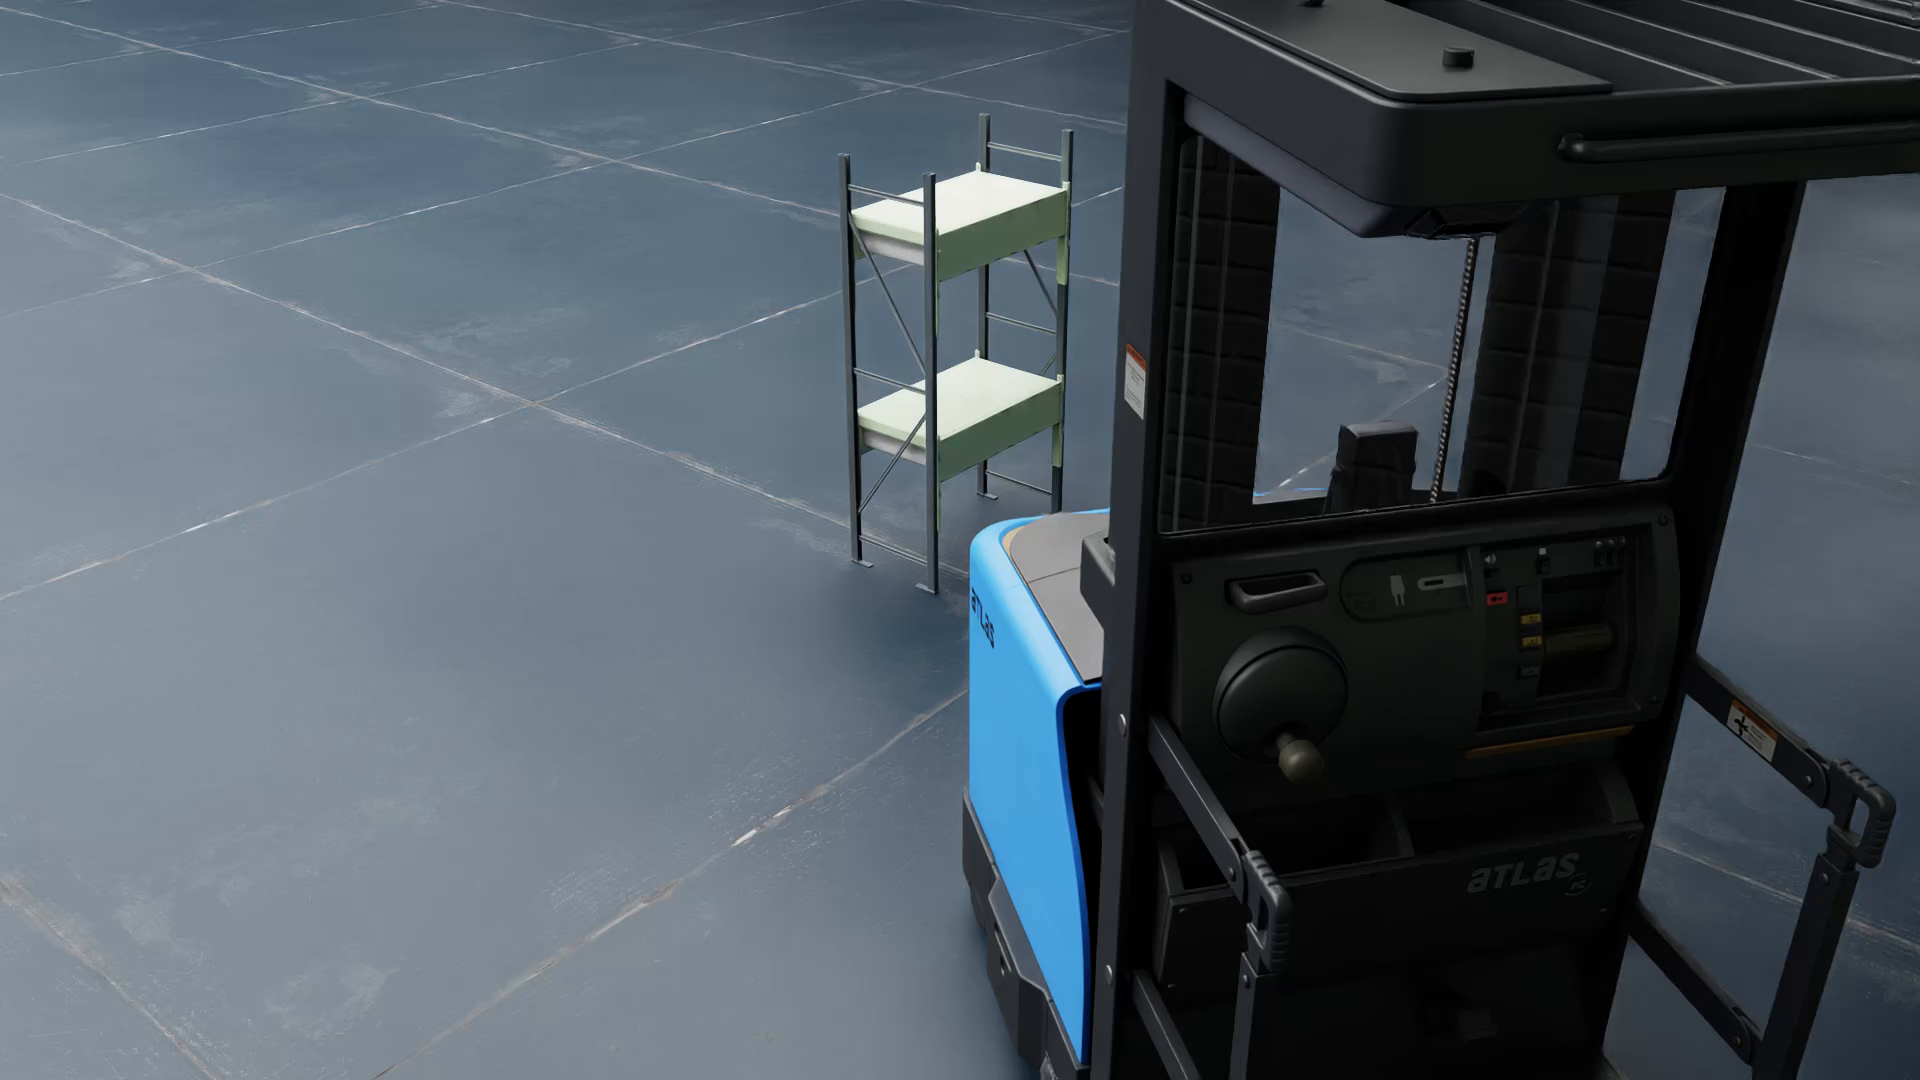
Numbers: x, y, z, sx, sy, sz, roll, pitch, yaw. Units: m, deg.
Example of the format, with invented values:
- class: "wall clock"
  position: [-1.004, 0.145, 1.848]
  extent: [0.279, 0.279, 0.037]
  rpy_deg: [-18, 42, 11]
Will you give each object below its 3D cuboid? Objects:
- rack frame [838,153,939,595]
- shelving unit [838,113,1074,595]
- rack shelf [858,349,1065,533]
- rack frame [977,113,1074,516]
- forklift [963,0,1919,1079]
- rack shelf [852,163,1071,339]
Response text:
- class: "rack frame"
  position: [-0.237, -0.534, 5.650]
  extent: [0.400, 1.500, 0.023]
  rpy_deg: [21, 34, 34]
- class: "shelving unit"
  position: [-0.004, -0.664, 5.901]
  extent: [0.431, 1.500, 0.755]
  rpy_deg: [21, 34, 34]
- class: "rack shelf"
  position: [-0.004, -0.374, 6.051]
  extent: [0.431, 0.370, 0.720]
  rpy_deg: [21, 34, 34]
- class: "rack frame"
  position: [0.229, -0.794, 6.152]
  extent: [0.400, 1.500, 0.023]
  rpy_deg: [21, 34, 34]
- class: "forklift"
  position: [0.855, 0.213, 2.649]
  extent: [1.130, 2.935, 3.031]
  rpy_deg: [-6, 28, -12]
- class: "rack shelf"
  position: [-0.004, -1.010, 5.721]
  extent: [0.431, 0.370, 0.720]
  rpy_deg: [21, 34, 34]
